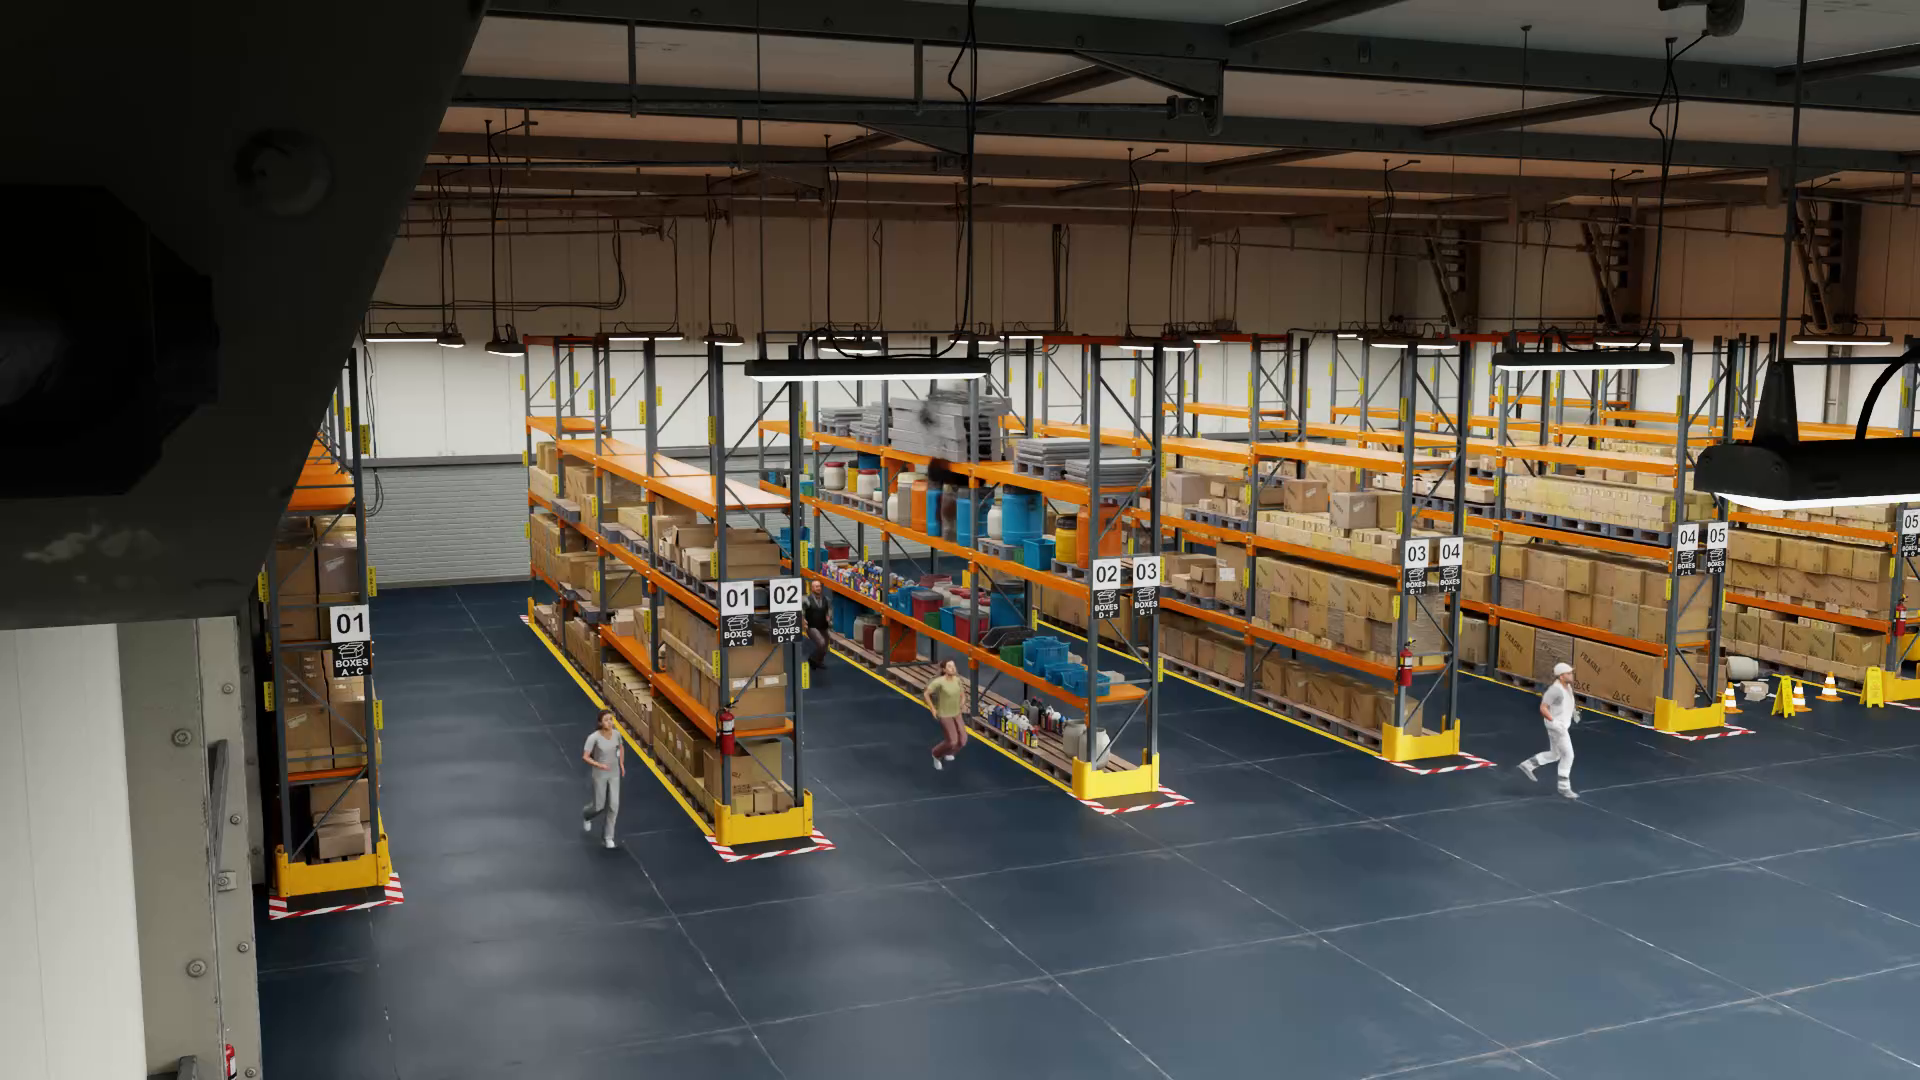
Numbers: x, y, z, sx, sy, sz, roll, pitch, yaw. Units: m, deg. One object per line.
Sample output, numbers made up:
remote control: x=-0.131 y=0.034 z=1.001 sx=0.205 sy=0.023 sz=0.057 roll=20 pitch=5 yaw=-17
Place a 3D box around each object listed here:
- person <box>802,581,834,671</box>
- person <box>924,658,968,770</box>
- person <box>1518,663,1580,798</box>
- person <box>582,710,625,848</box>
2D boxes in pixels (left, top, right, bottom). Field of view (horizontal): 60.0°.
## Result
person: x=-2.492 y=1.523 z=28.978 sx=0.676 sy=1.638 sz=0.843 roll=-4 pitch=9 yaw=-30
person: x=-0.143 y=2.398 z=22.795 sx=0.581 sy=1.576 sz=0.542 roll=-6 pitch=10 yaw=-38
person: x=7.913 y=2.510 z=22.233 sx=0.819 sy=1.806 sz=0.643 roll=5 pitch=9 yaw=33
person: x=-4.306 y=2.849 z=20.130 sx=0.586 sy=1.645 sz=0.758 roll=-6 pitch=9 yaw=-37
